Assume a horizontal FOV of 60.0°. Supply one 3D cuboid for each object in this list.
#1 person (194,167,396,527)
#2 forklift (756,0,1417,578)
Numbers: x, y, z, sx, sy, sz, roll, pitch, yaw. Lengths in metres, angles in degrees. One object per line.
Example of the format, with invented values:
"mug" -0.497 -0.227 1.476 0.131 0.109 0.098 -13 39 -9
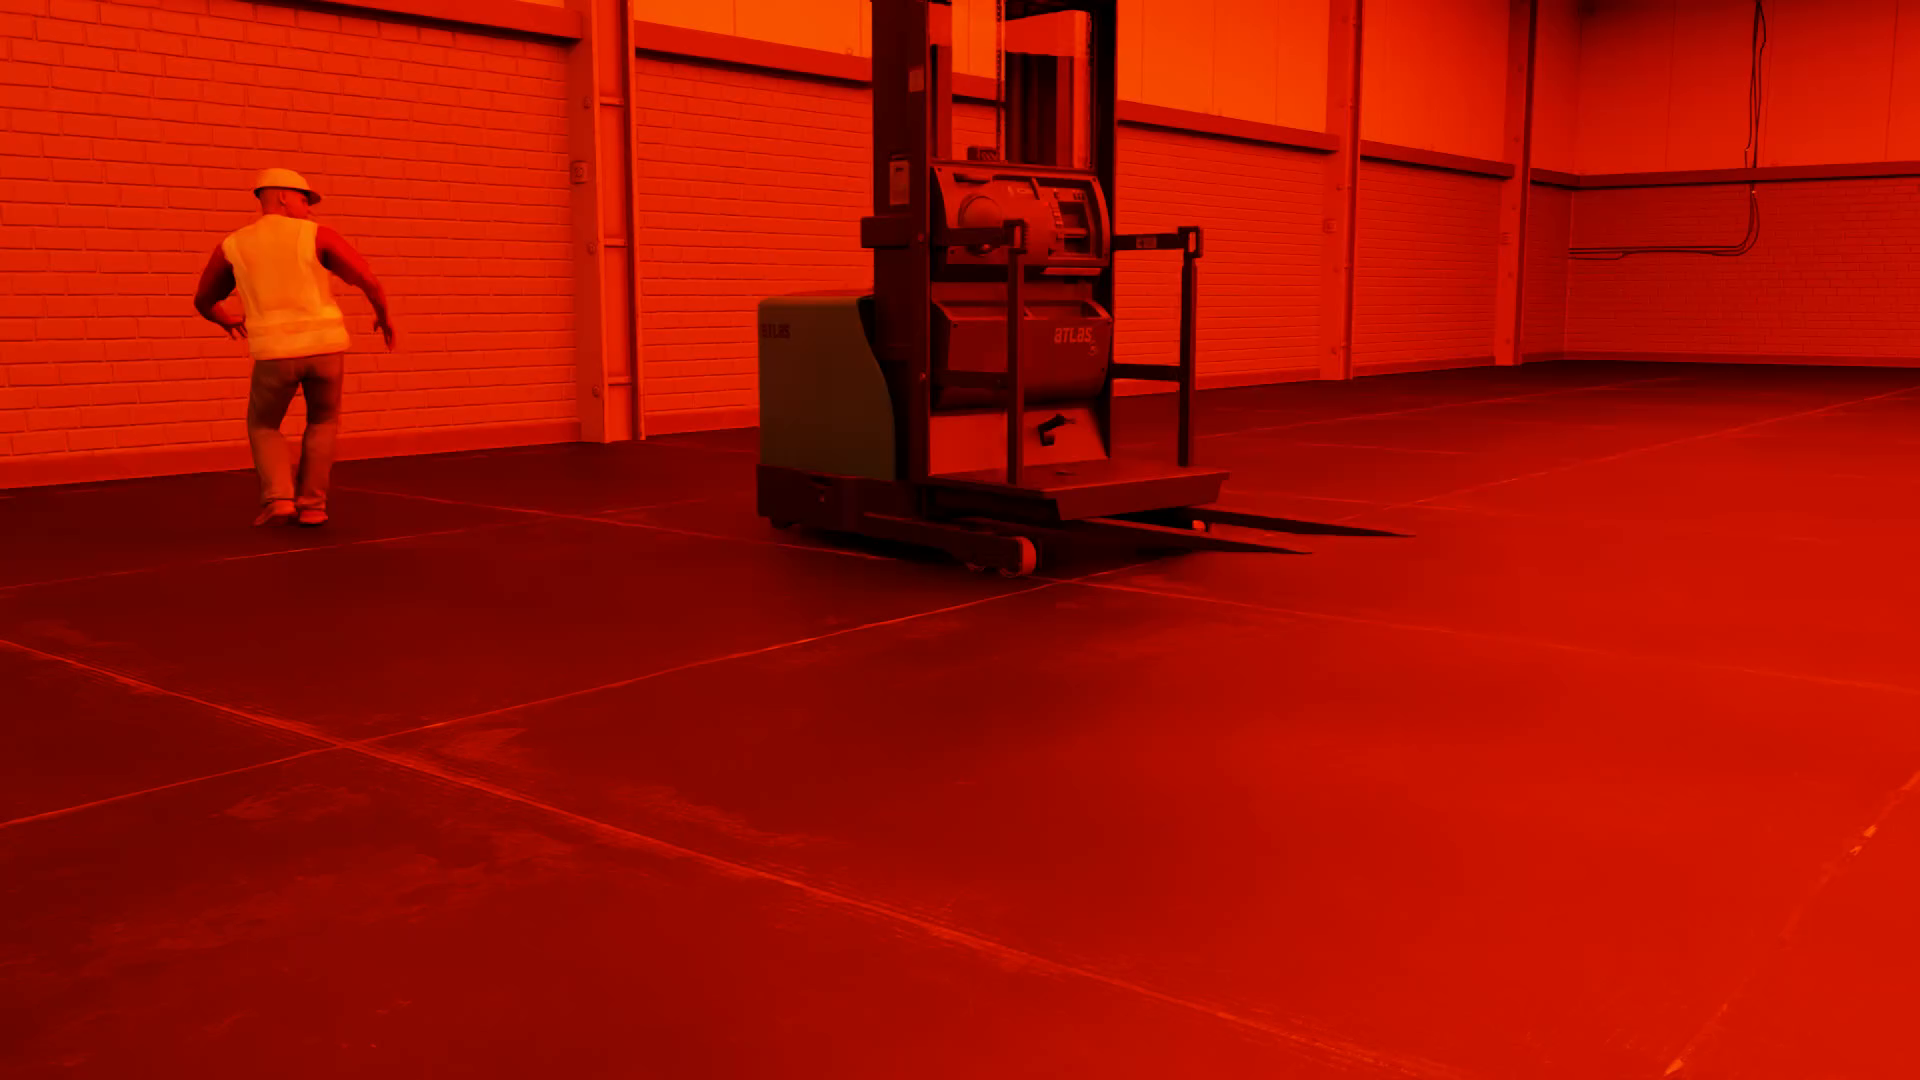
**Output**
"person" -3.102 -0.900 7.800 0.874 1.656 0.749 -3 9 -19
"forklift" 0.406 -1.384 6.741 1.130 2.935 3.031 -7 11 -41
